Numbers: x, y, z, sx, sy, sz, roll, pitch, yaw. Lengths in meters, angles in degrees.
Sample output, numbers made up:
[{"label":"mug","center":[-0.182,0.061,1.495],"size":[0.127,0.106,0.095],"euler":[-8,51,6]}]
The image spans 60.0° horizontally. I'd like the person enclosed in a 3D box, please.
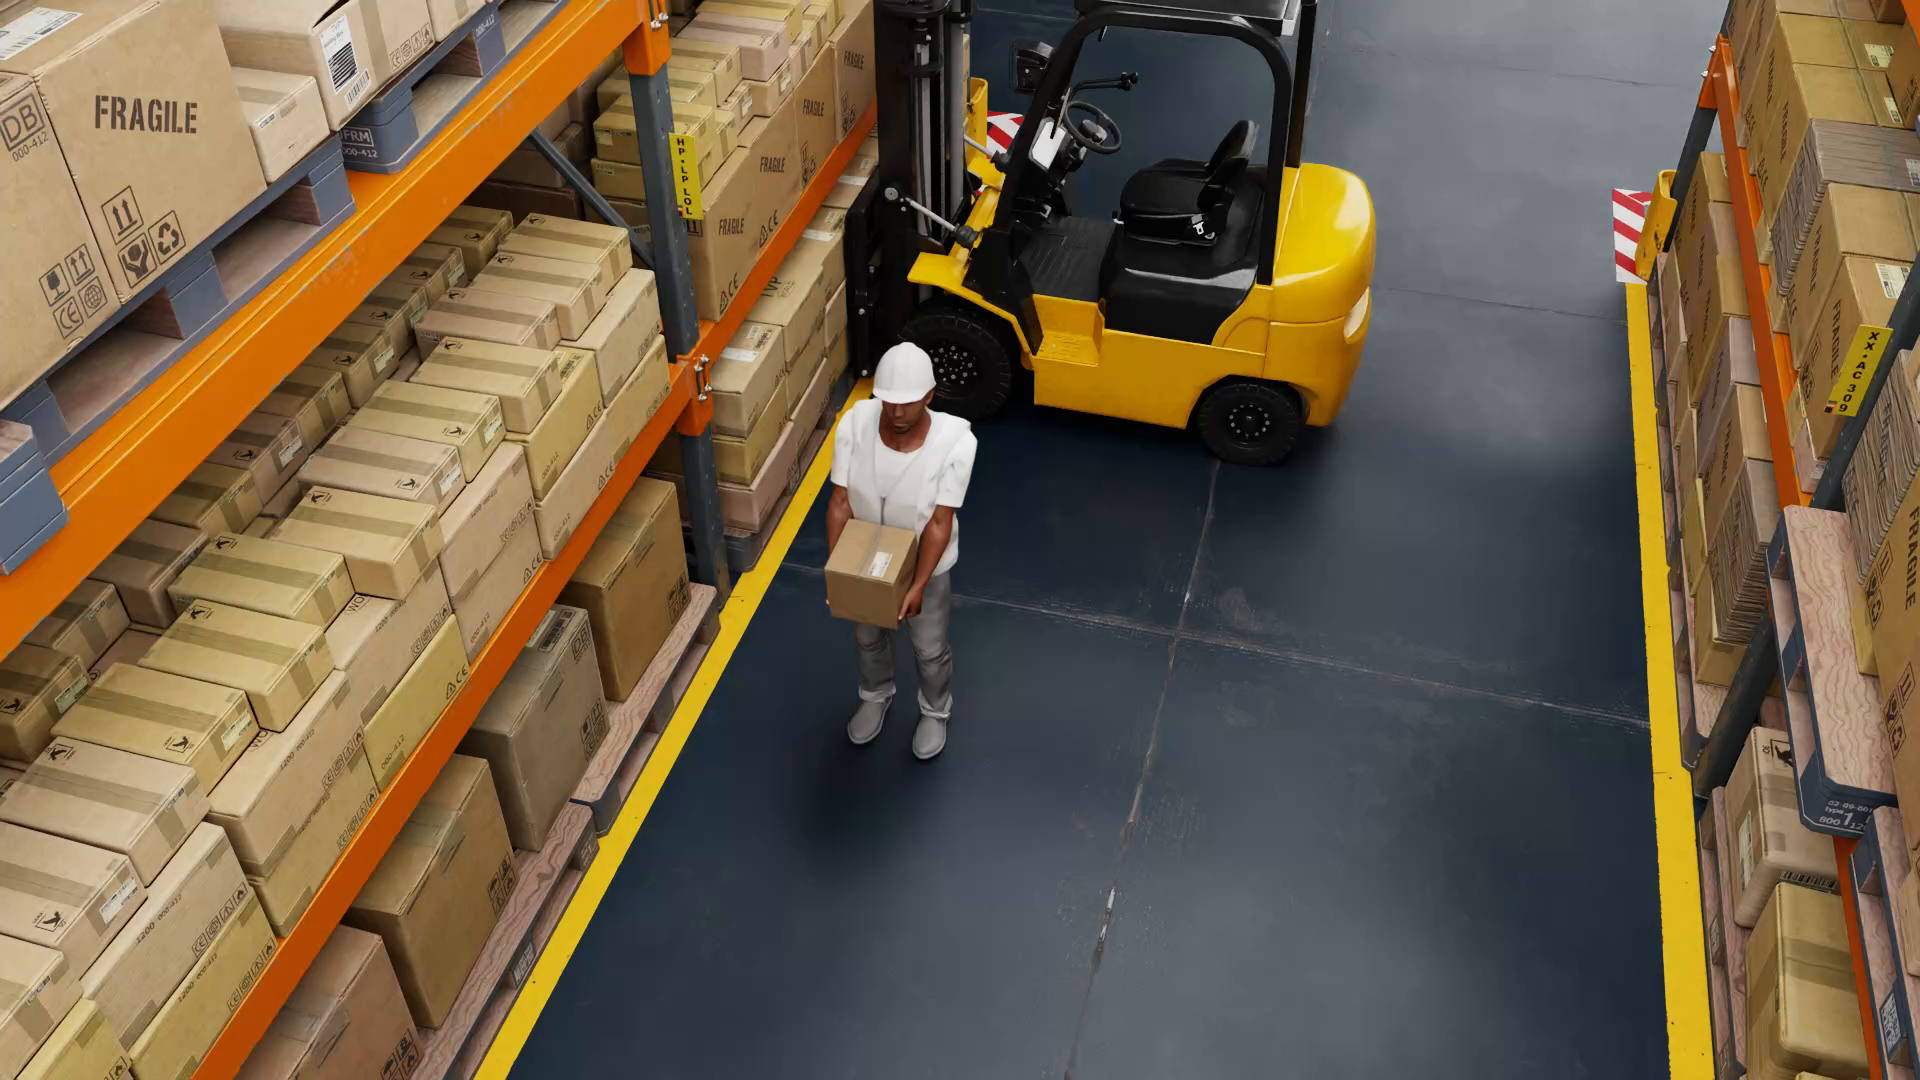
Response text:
[{"label":"person","center":[-0.205,0.074,6.059],"size":[0.629,1.759,0.460],"euler":[9,42,10]}]
